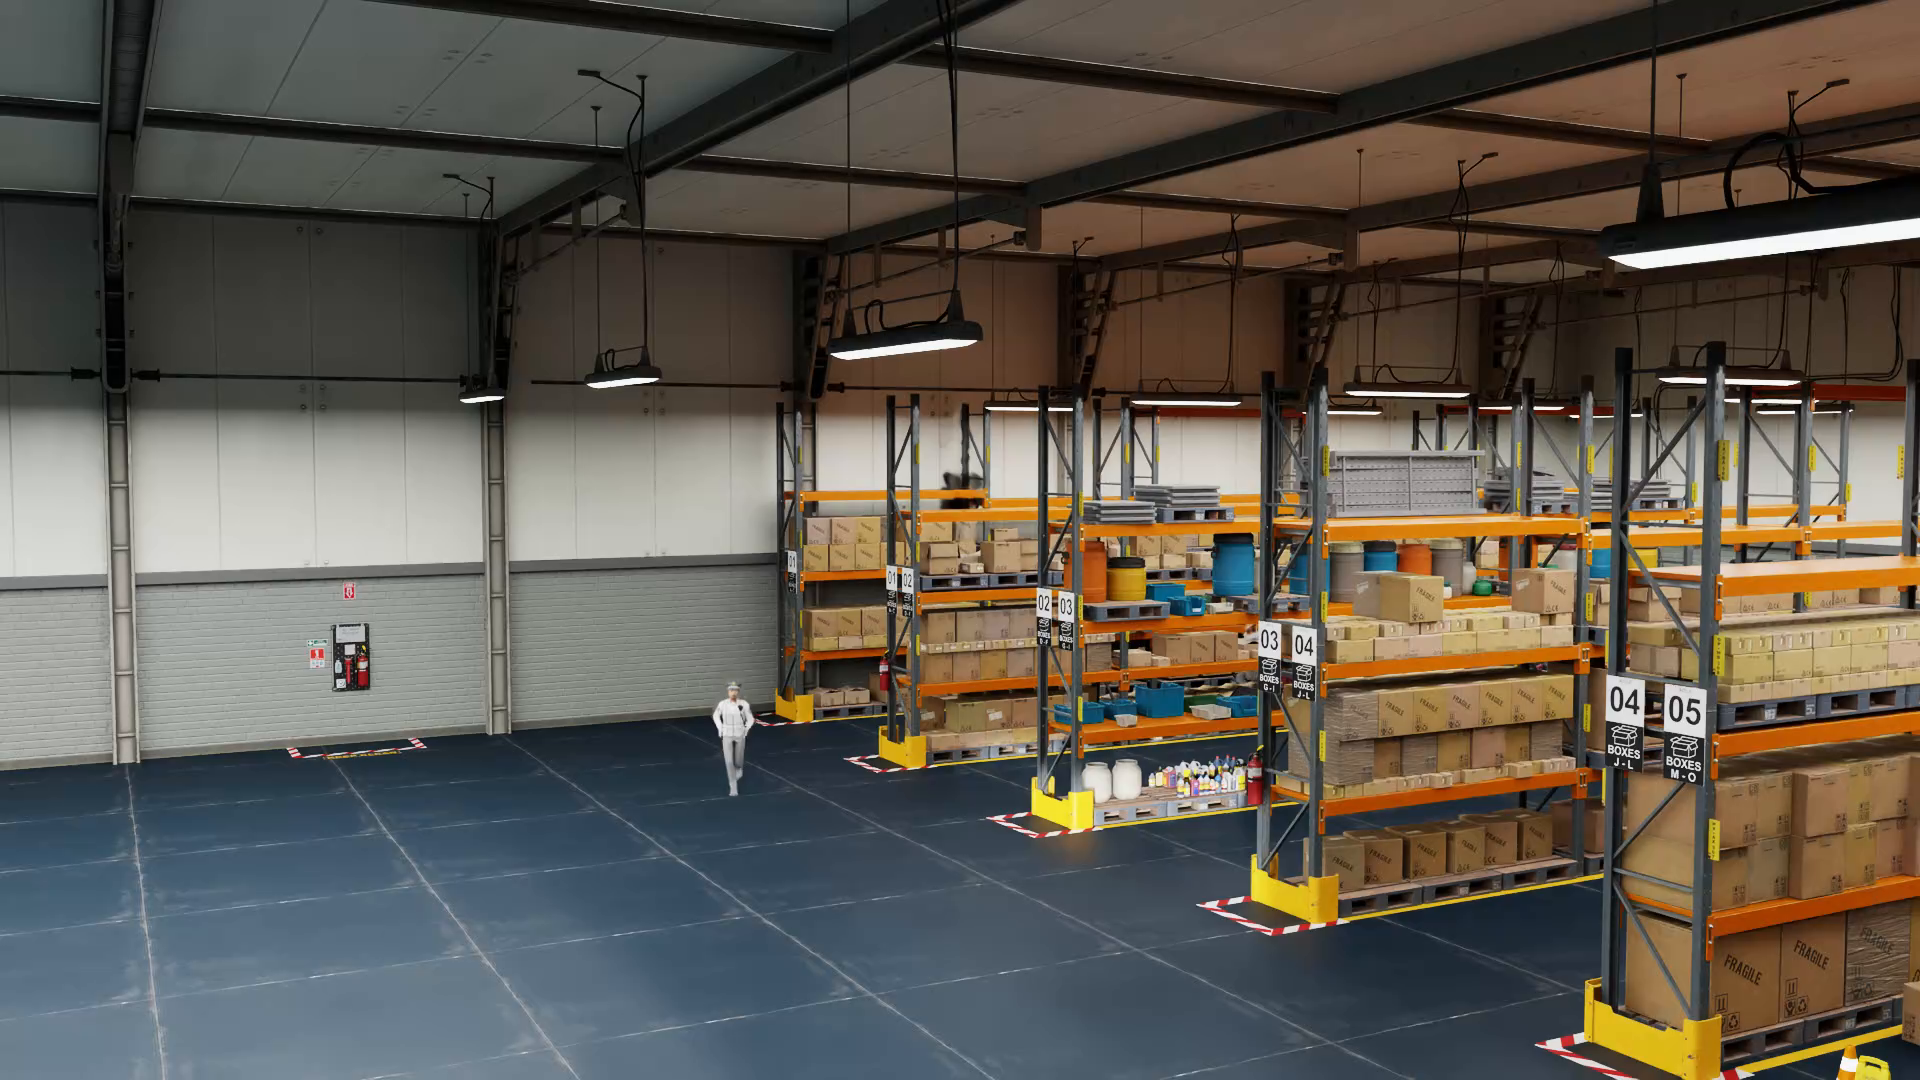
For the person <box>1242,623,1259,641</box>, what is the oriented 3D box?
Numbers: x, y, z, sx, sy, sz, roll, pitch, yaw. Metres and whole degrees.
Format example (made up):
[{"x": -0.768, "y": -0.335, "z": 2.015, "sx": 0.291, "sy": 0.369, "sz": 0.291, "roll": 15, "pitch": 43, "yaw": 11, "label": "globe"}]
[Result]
[{"x": 5.870, "y": 2.444, "z": 33.663, "sx": 0.867, "sy": 1.667, "sz": 0.567, "roll": -2, "pitch": 4, "yaw": -35, "label": "person"}]

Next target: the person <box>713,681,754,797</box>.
[{"x": -3.385, "y": 2.939, "z": 24.837, "sx": 0.618, "sy": 1.684, "sz": 0.720, "roll": 0, "pitch": 3, "yaw": -6, "label": "person"}]
